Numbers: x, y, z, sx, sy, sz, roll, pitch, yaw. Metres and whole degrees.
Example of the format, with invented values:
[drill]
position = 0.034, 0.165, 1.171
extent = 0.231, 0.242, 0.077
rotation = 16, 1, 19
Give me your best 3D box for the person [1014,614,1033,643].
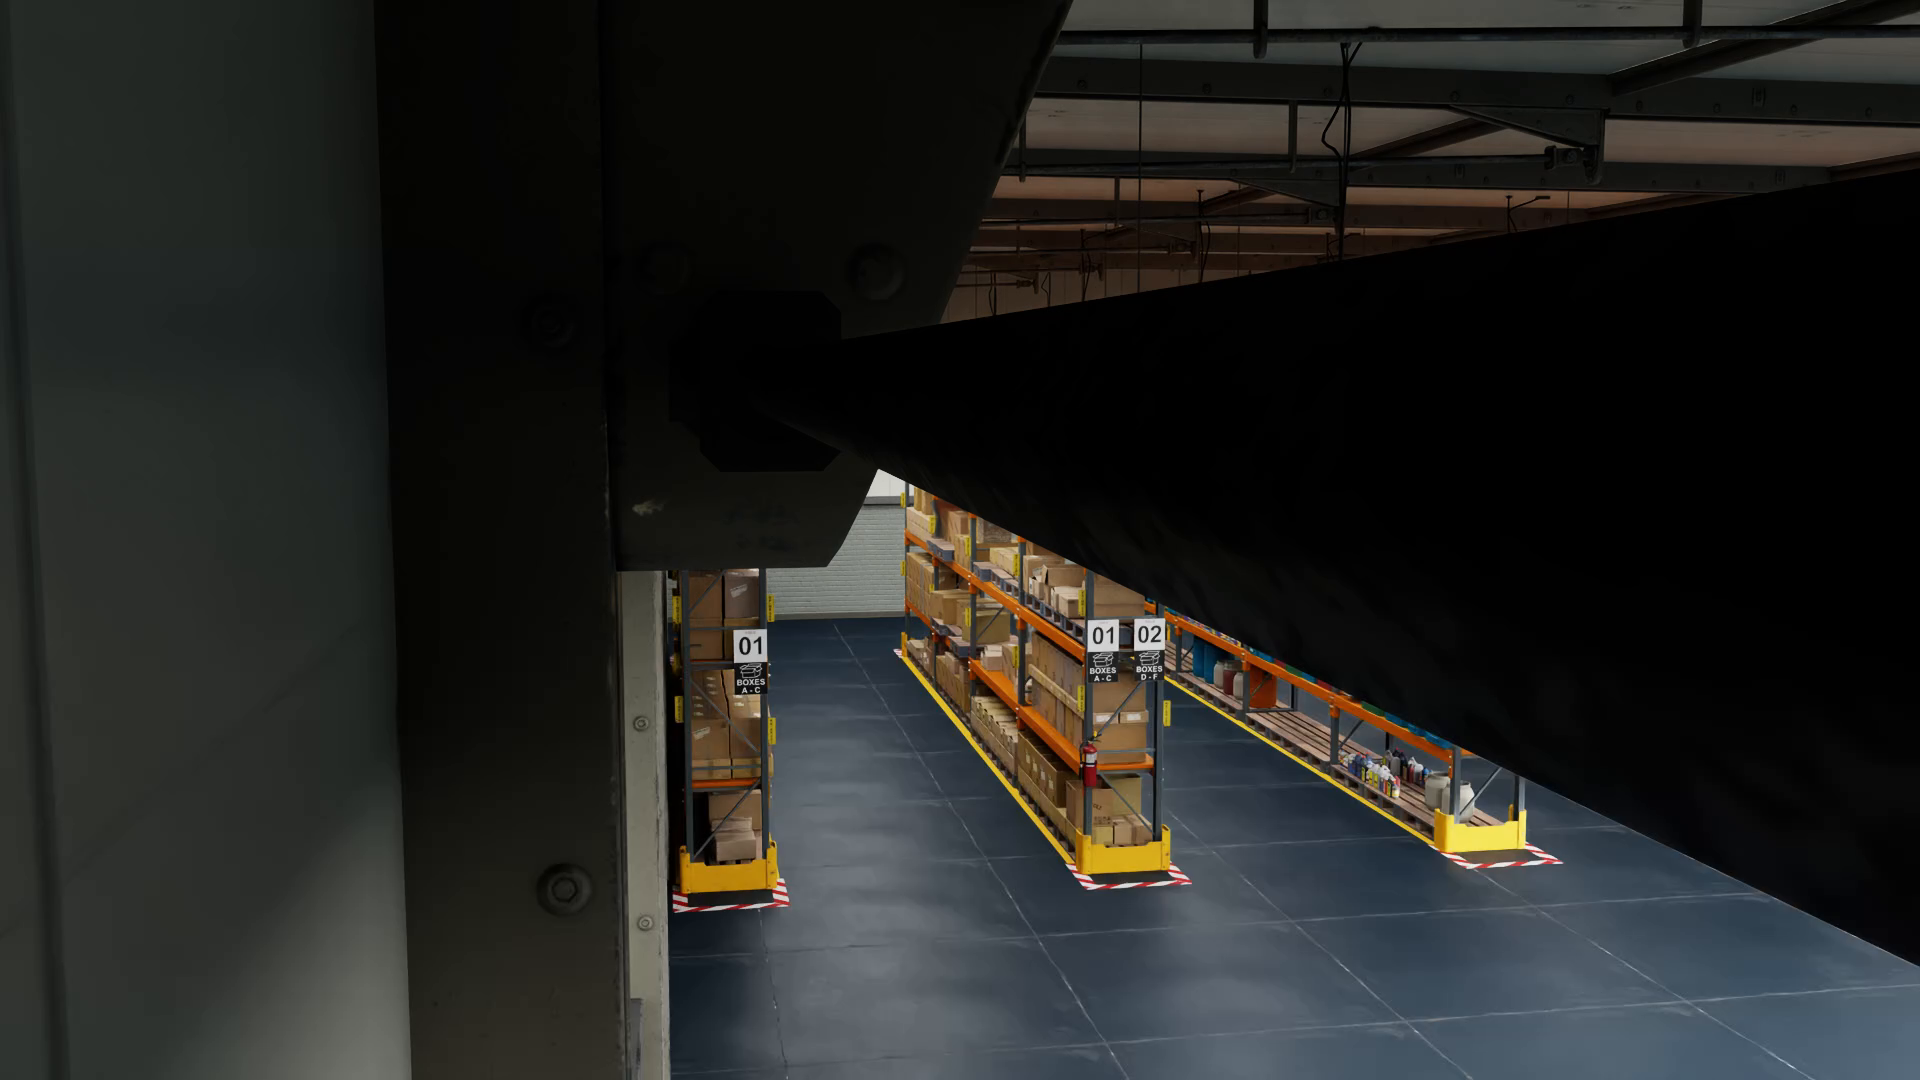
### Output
[person]
position = 1.366, 1.749, 35.850
extent = 0.547, 1.833, 0.616
rotation = -4, 7, -35
